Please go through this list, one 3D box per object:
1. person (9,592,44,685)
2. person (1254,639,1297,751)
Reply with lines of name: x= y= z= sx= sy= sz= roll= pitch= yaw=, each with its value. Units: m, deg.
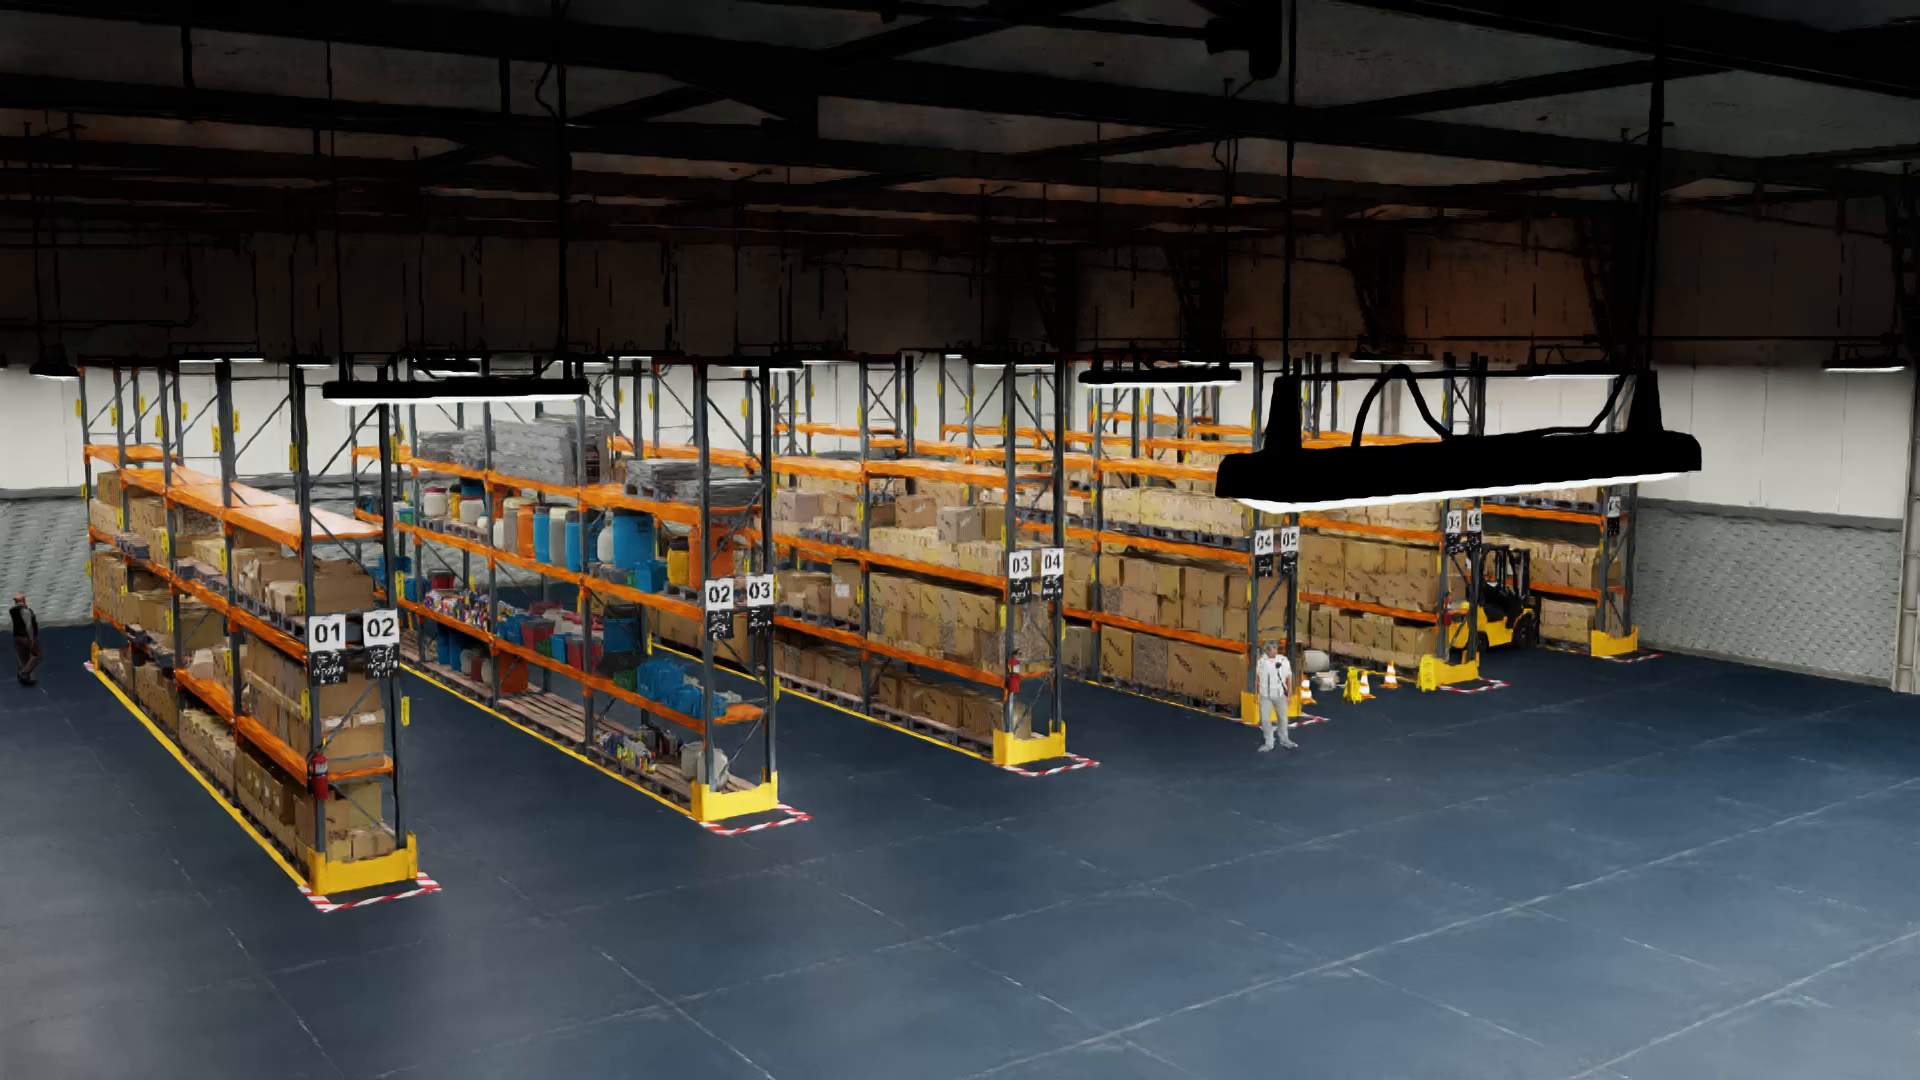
person: x=-17.092 y=1.798 z=30.379 sx=0.569 sy=1.720 sz=0.447 roll=4 pitch=8 yaw=30
person: x=4.866 y=2.367 z=25.661 sx=0.657 sy=1.748 sz=0.569 roll=3 pitch=8 yaw=27
